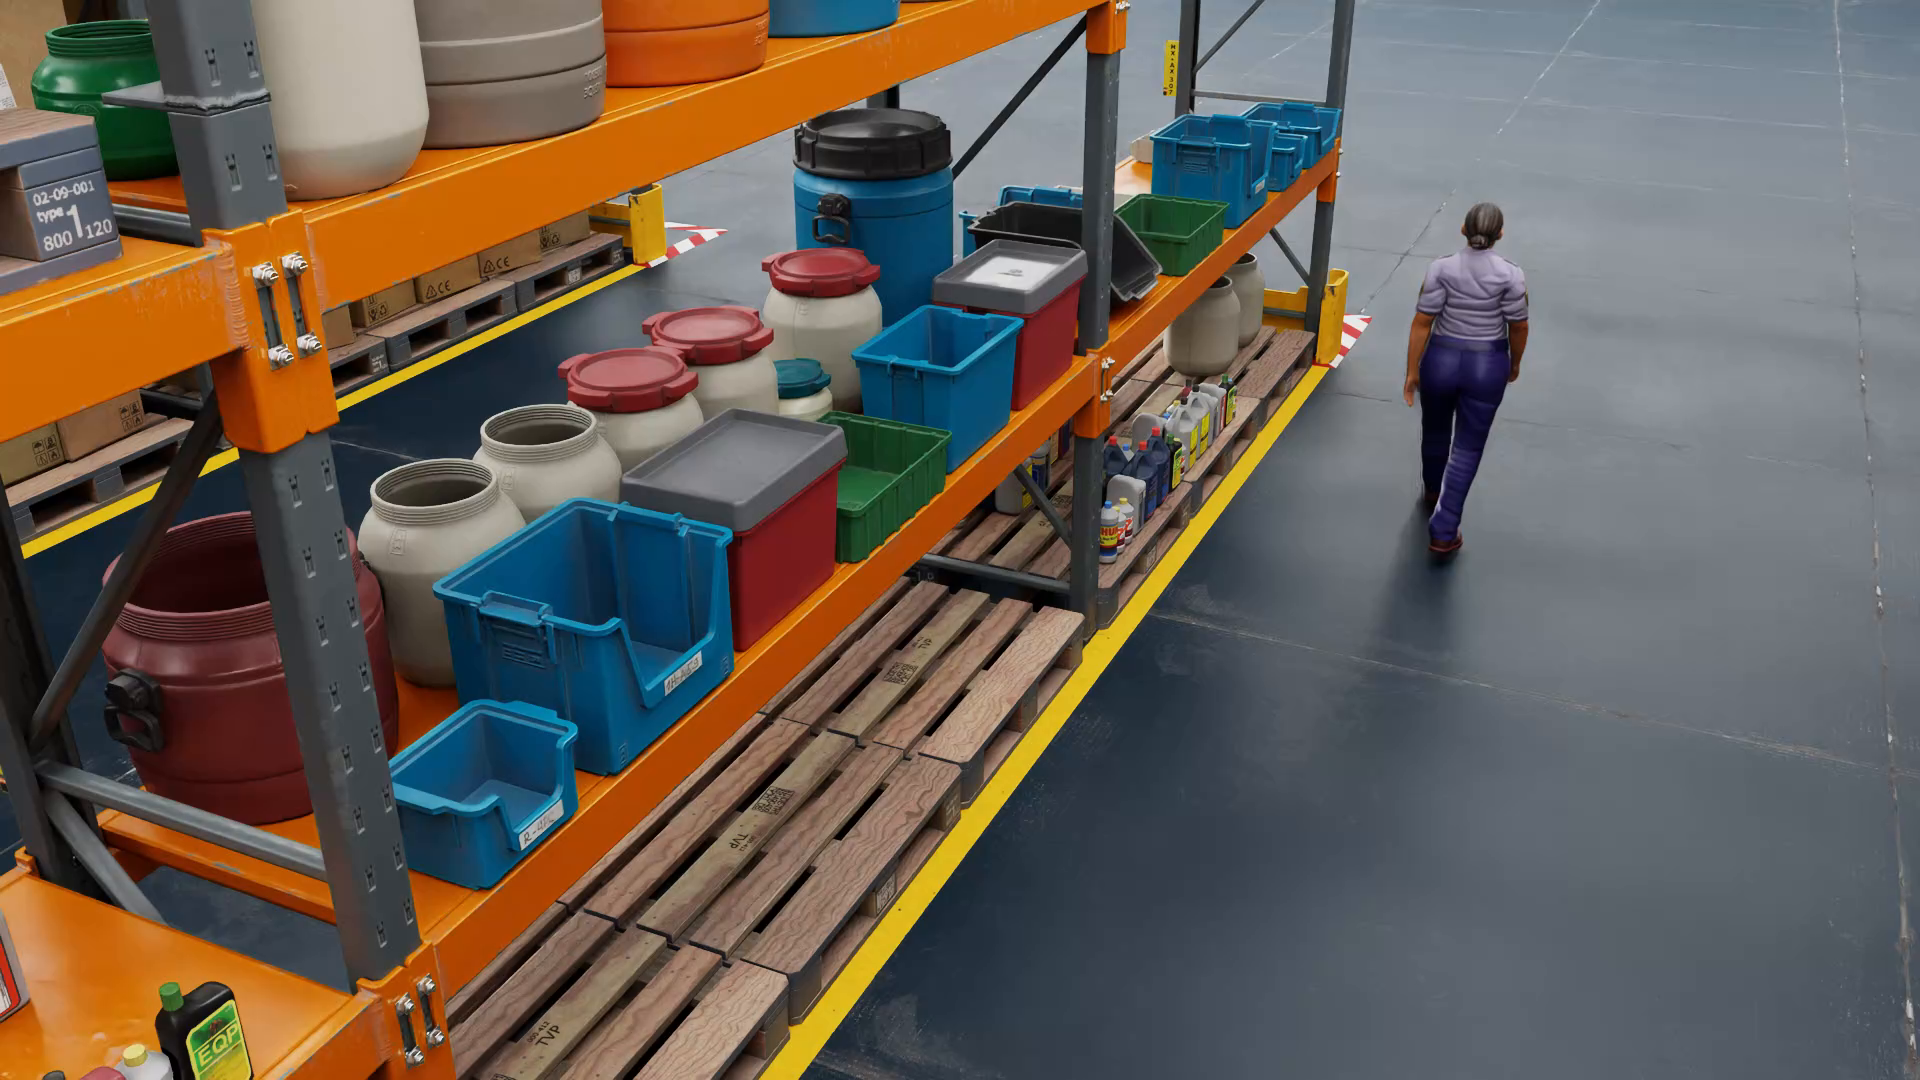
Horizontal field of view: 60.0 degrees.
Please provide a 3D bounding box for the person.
[{"bbox_3d":[2.368,-0.808,7.763,0.497,1.601,0.948,13,29,24],"label":"person"}]
